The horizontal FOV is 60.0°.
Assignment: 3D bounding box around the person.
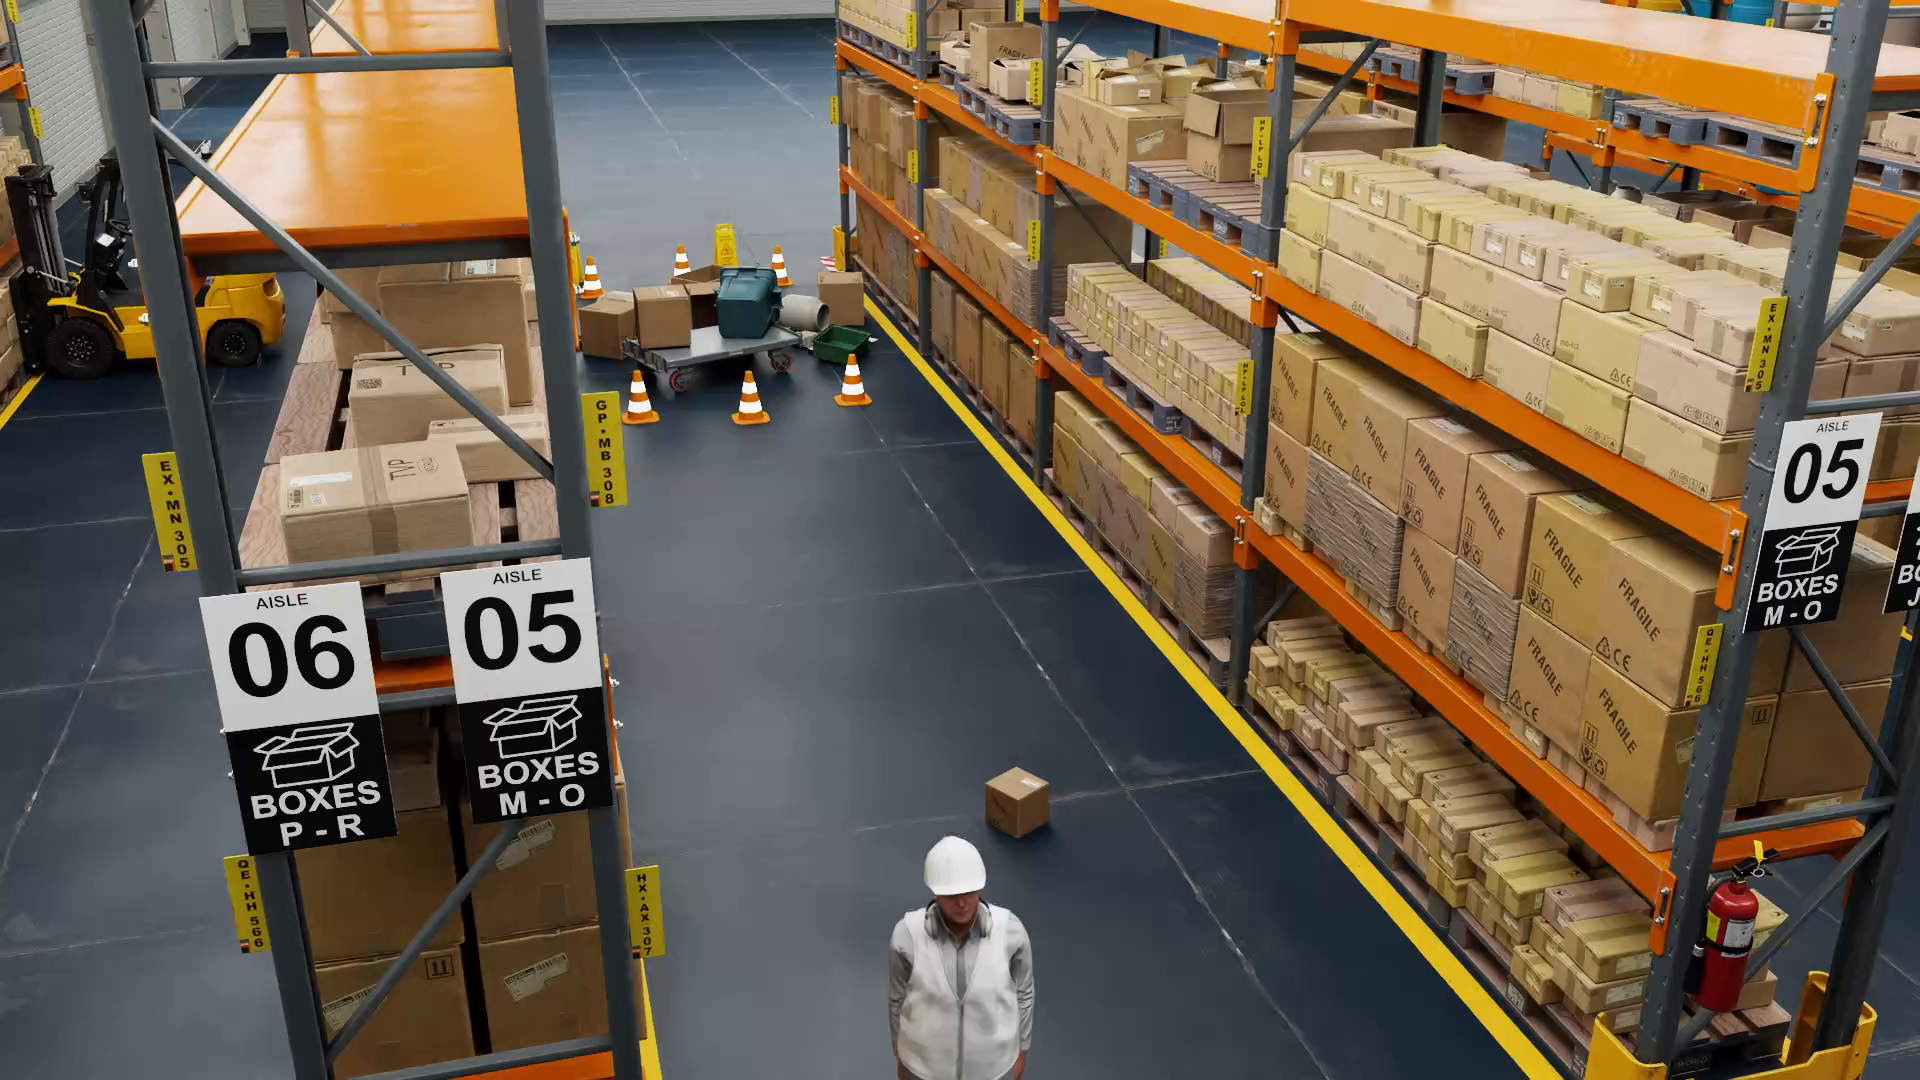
[{"bbox_3d":[0.004,1.876,6.109,0.531,1.762,0.556,-1,23,-2],"label":"person"}]
